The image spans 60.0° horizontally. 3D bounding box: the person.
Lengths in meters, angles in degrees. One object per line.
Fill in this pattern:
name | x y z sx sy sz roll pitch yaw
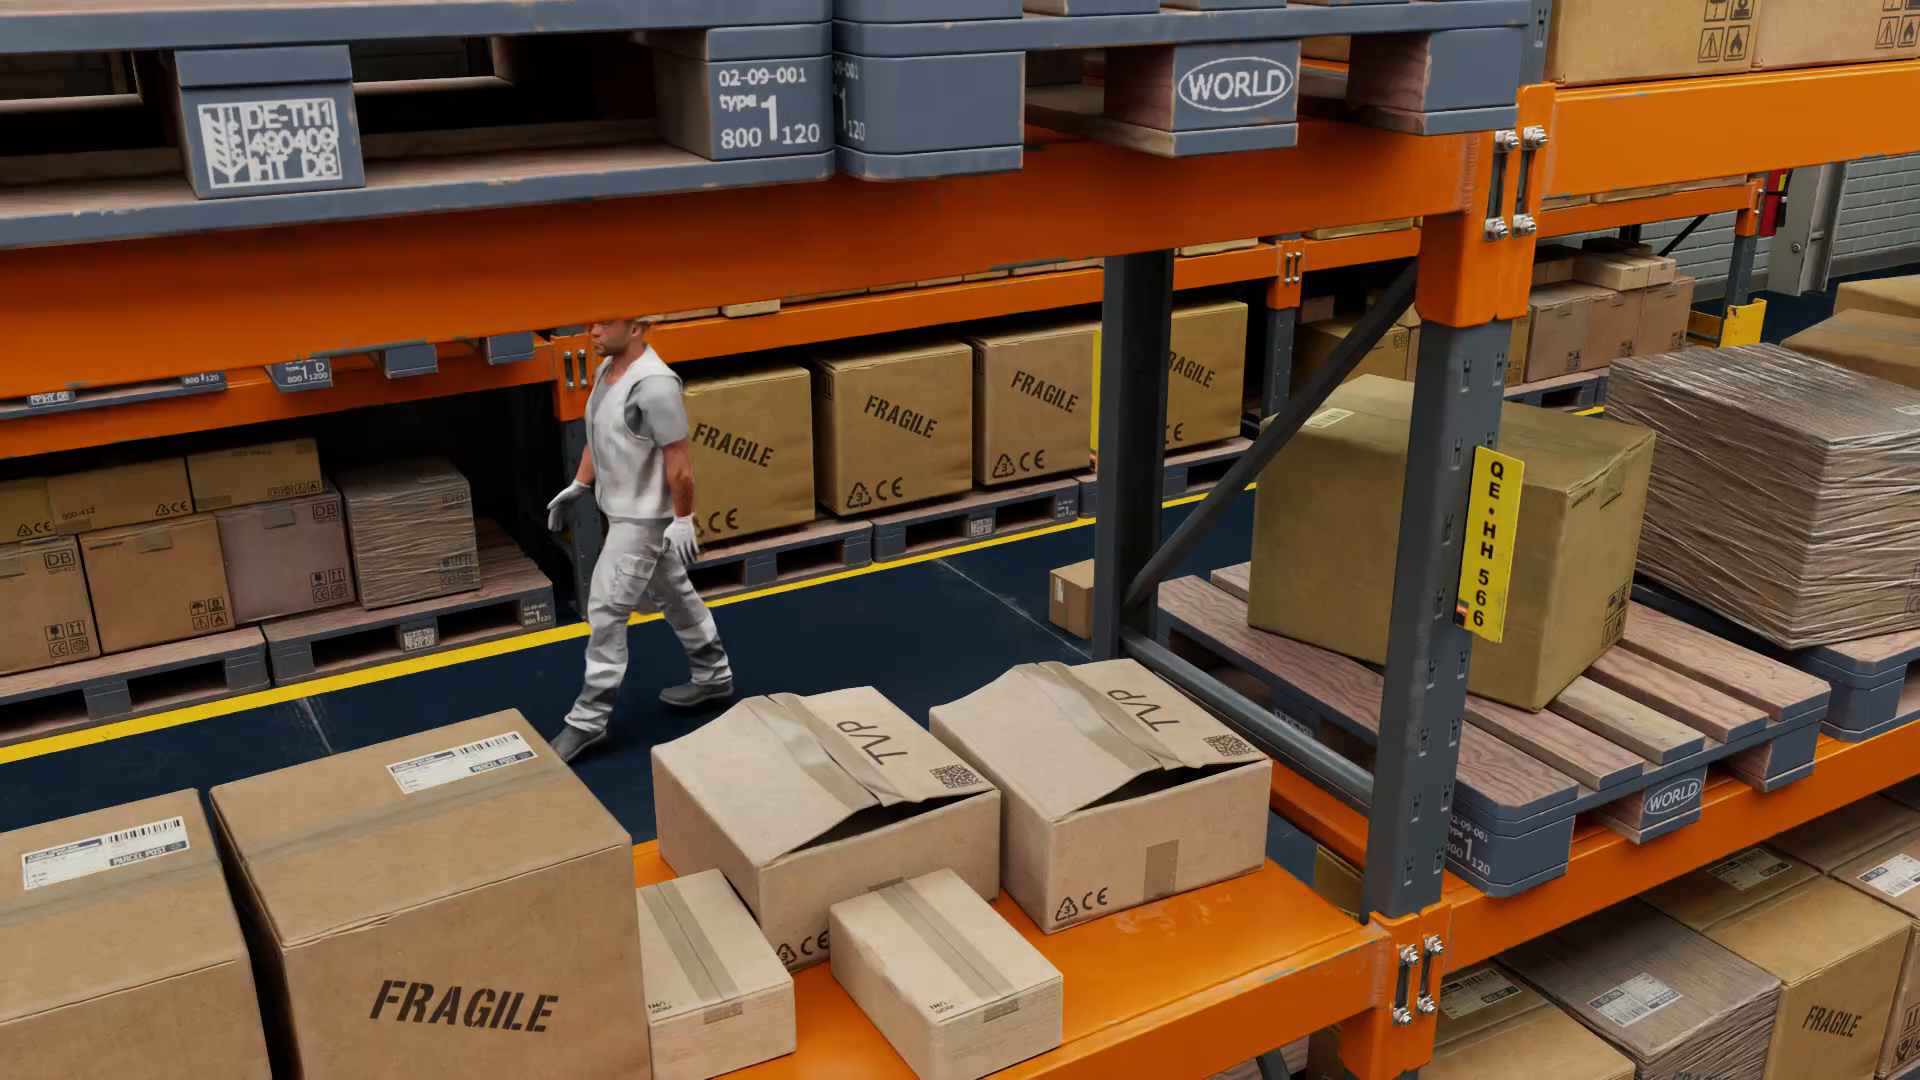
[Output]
person | -1.296 -0.090 6.263 0.865 1.787 0.542 -11 24 -26
